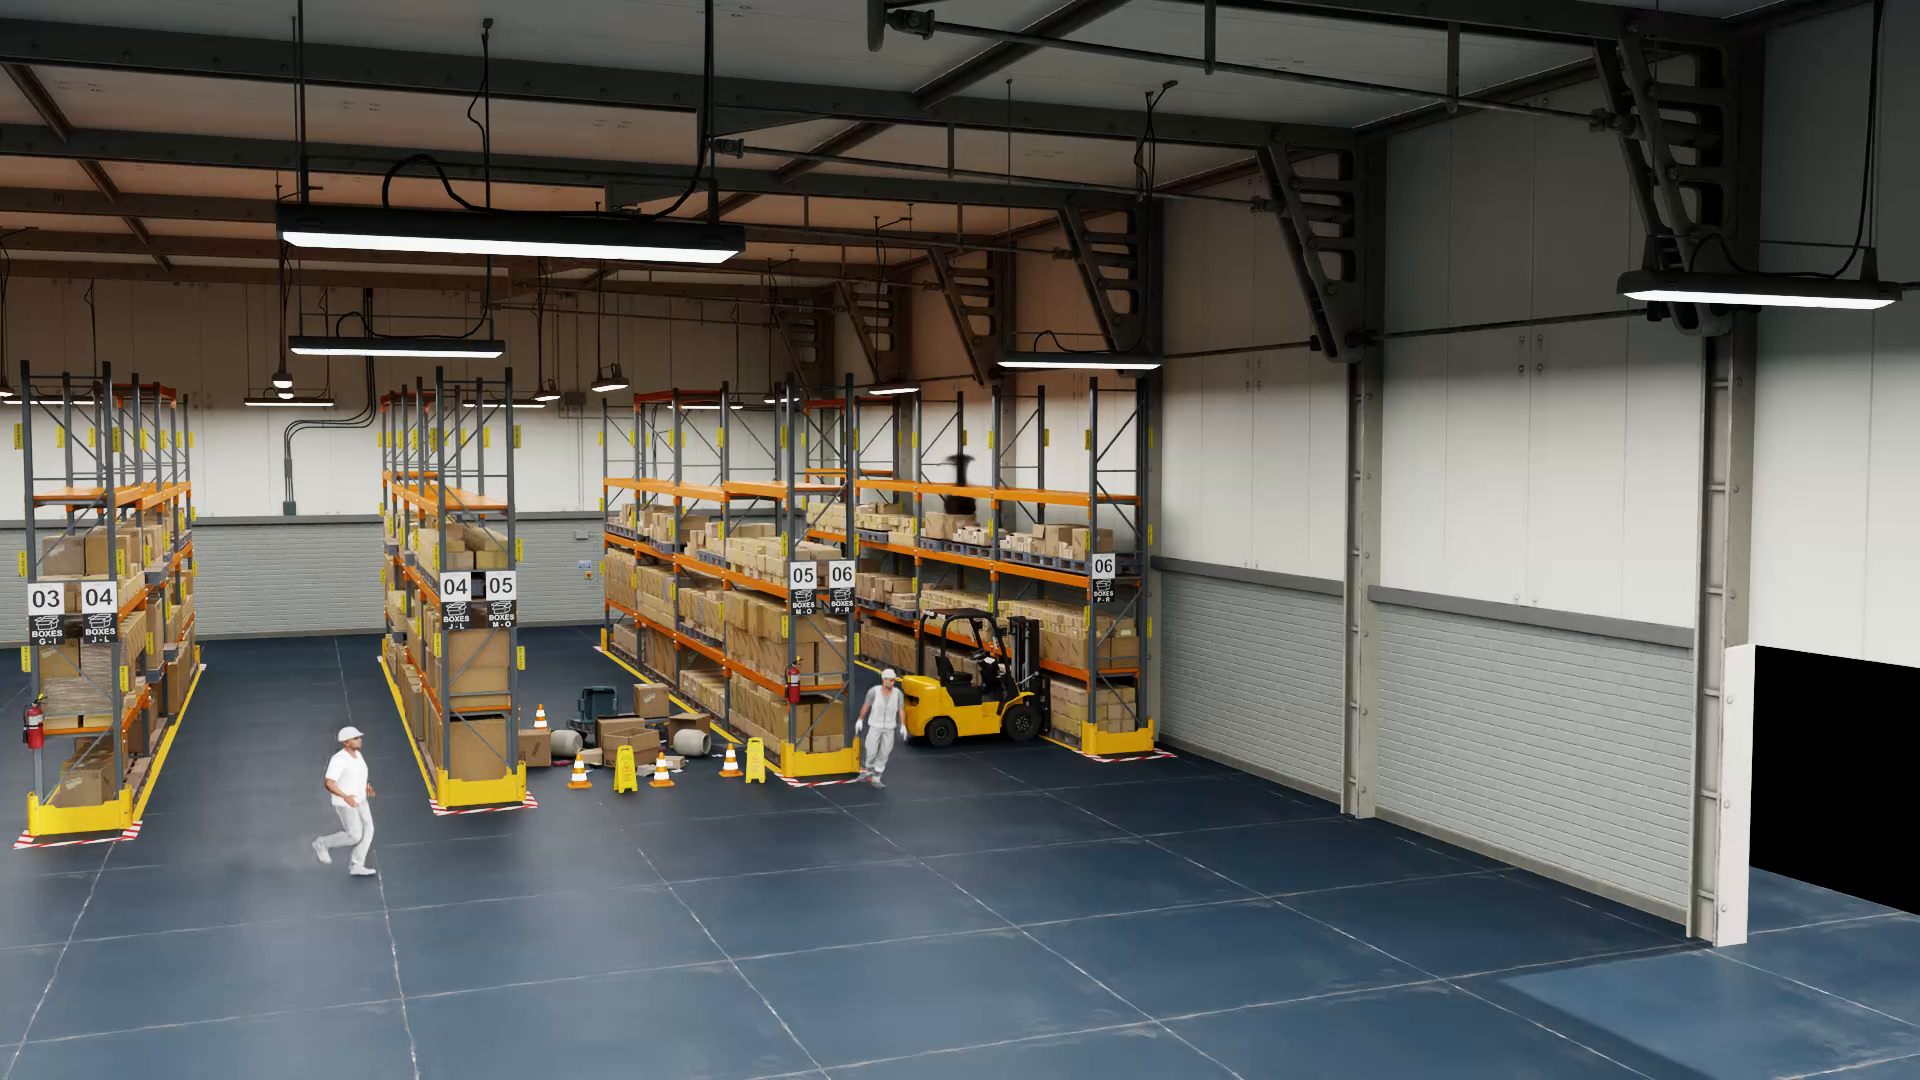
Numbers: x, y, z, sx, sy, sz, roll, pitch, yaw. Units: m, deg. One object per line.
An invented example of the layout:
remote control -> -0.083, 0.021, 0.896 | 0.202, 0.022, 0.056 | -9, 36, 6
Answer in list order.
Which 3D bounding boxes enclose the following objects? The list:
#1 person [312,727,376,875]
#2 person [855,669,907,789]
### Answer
person -> -7.069, 3.000, 19.117 | 0.721, 1.724, 0.706 | 0, 3, 8
person -> -1.127, 2.700, 23.836 | 0.695, 1.753, 0.588 | -1, 4, -15
